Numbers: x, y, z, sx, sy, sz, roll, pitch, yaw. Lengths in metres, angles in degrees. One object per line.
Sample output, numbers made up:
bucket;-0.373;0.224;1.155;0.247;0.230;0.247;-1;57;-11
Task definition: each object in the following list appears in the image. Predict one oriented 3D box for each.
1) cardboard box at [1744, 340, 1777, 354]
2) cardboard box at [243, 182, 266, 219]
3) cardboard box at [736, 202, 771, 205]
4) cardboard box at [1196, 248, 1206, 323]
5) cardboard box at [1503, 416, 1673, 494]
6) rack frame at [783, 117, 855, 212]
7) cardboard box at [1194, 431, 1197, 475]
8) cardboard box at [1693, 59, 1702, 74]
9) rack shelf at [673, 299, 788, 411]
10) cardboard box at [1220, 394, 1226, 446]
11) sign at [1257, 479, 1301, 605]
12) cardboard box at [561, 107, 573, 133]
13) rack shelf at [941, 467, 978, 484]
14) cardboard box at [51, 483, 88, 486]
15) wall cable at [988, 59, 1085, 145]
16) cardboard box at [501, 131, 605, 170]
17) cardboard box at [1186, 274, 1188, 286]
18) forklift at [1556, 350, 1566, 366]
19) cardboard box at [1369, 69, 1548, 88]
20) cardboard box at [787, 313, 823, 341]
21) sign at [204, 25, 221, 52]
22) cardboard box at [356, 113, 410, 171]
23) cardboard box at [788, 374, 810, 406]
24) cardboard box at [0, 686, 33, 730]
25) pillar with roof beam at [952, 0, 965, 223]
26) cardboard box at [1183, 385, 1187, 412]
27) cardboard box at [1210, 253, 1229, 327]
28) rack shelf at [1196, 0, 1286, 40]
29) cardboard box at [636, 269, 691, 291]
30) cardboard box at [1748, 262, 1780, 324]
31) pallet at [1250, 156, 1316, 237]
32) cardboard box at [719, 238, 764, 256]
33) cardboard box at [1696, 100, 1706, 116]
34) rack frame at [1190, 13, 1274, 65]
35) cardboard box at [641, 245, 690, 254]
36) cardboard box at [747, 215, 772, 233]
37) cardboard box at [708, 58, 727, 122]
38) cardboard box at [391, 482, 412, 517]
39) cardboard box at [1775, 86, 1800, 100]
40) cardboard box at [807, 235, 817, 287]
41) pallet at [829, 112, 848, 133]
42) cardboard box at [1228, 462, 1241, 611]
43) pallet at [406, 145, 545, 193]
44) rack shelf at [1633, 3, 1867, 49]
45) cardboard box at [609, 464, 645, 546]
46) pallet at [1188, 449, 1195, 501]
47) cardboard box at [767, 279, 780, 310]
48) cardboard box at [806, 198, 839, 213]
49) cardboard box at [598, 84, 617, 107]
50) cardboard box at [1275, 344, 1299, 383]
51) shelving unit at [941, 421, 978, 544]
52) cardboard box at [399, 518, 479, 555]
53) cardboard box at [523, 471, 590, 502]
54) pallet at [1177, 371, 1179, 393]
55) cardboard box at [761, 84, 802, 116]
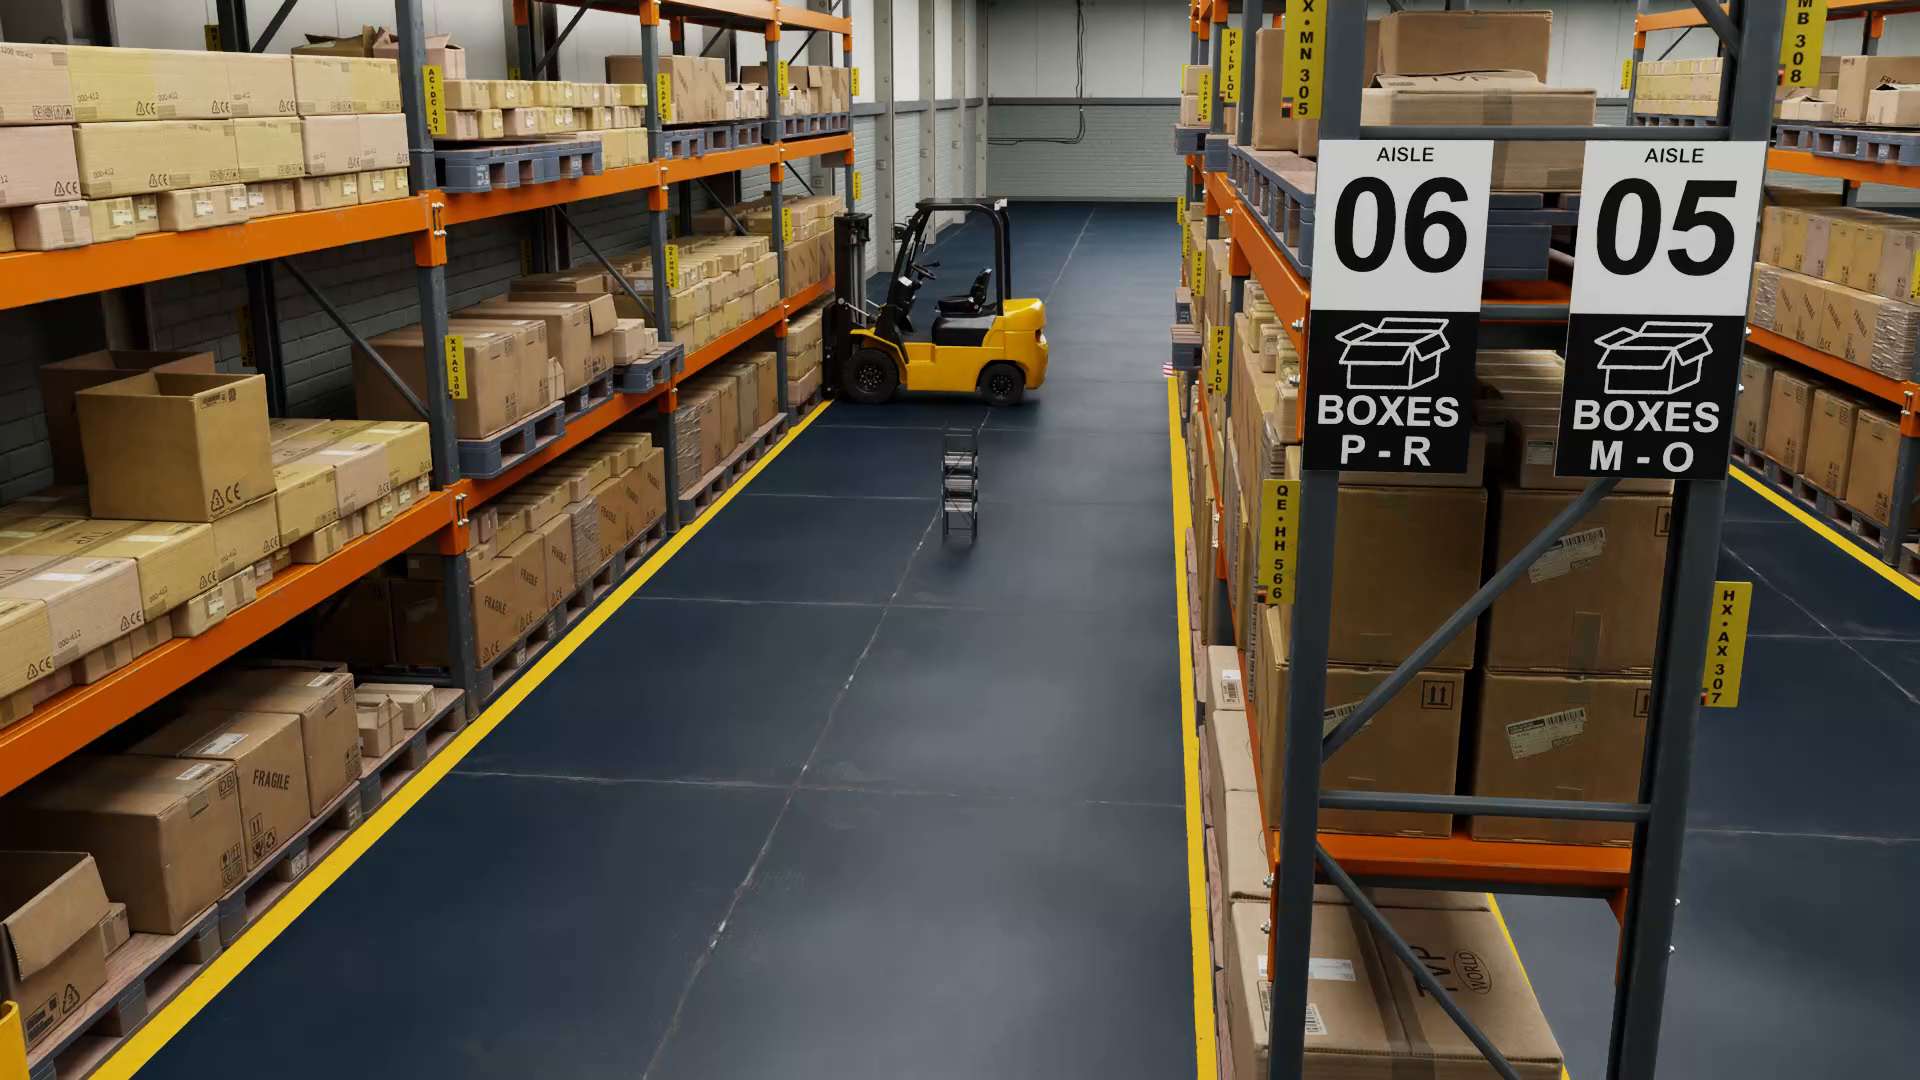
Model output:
cardboard box;7.774;-1.631;16.215;0.875;0.875;0.875;2;15;7
cardboard box;-3.062;-1.378;6.745;0.380;0.149;0.250;2;15;7
cardboard box;-2.281;-3.686;18.543;0.380;0.149;0.250;1;15;5
cardboard box;2.027;-1.896;12.362;0.500;0.500;0.500;1;15;5
cardboard box;1.665;-0.229;4.411;0.380;0.149;0.250;2;15;7
rack frame;-1.777;-3.596;20.213;1.000;3.000;0.127;2;15;6
cardboard box;2.401;-0.648;13.540;0.950;0.372;0.625;1;15;5
cardboard box;7.501;-4.688;16.462;0.380;0.149;0.250;2;15;6
rack shelf;-2.454;-1.692;14.552;1.077;0.370;4.000;2;15;6
cardboard box;1.609;-0.628;8.569;0.500;0.250;0.500;2;15;6
sign;0.812;0.007;4.219;0.100;0.325;0.005;2;15;6
cardboard box;-2.555;-2.526;9.997;0.380;0.149;0.250;2;15;8
rack shelf;-0.001;-0.487;12.522;0.258;0.077;0.200;2;15;6
cardboard box;-3.565;-0.170;7.261;0.500;0.250;0.500;2;15;7
wall cable;2.280;-13.345;50.722;3.097;2.526;0.112;2;15;6
cardboard box;-2.609;-2.496;10.687;0.500;0.250;0.500;2;15;6
cardboard box;2.600;-2.781;17.681;0.380;0.149;0.250;2;15;7
forklift;4.799;-1.306;11.877;1.130;2.935;3.031;8;17;27
cardboard box;1.568;-1.343;5.312;0.500;0.311;0.500;2;15;7
cardboard box;-1.750;-2.294;17.947;0.500;0.250;0.500;2;15;8
sign;-3.683;-2.386;8.249;0.100;0.325;0.005;2;15;6
cardboard box;-2.937;-1.870;7.802;0.500;0.250;0.500;2;15;6
cardboard box;-1.845;-1.549;17.108;0.500;0.250;0.500;2;15;7
cardboard box;-3.290;0.531;5.433;0.380;0.149;0.250;2;15;8
pillar with roof beam;4.234;-12.435;41.411;9.100;9.000;0.400;2;15;6
cardboard box;2.503;-1.450;16.739;0.500;0.250;0.500;2;15;9
cardboard box;1.834;-1.523;10.441;0.500;0.500;0.500;2;15;8
rack shelf;2.478;-4.250;13.284;1.077;0.370;4.000;2;15;6
cardboard box;-2.323;-2.025;12.971;0.380;0.149;0.250;2;15;7
cardboard box;7.307;-2.213;14.909;0.500;0.500;0.500;2;15;7
pallet;1.558;-1.216;5.835;1.003;0.211;1.213;2;15;6
cardboard box;-2.058;-2.757;15.677;0.380;0.149;0.250;1;15;5
cardboard box;7.471;-4.238;16.328;0.380;0.149;0.250;2;15;7
rack frame;3.155;-6.346;18.893;1.000;3.000;0.127;2;15;6
cardboard box;-2.654;-2.571;14.990;0.380;0.149;0.250;2;15;6
cardboard box;-1.898;-3.137;16.513;0.380;0.149;0.250;2;15;7
cardboard box;-2.241;-3.713;13.712;0.500;0.500;0.500;2;15;8
cardboard box;-2.924;-0.204;8.150;0.380;0.149;0.250;2;15;8
cardboard box;7.434;-4.199;15.418;0.500;0.250;0.500;2;15;6
cardboard box;-1.821;-2.981;17.747;0.500;0.500;0.500;2;15;6
pallet;-1.883;-4.818;19.157;1.003;0.211;1.213;2;15;6
cardboard box;1.365;-0.013;6.772;0.500;0.500;0.500;2;15;7
pallet;-2.988;-2.008;8.954;1.213;0.211;1.003;2;15;6
rack shelf;7.859;-5.168;16.678;1.077;0.370;4.000;2;15;6
cardboard box;-2.581;-0.271;11.903;0.500;0.500;0.500;1;15;5
pallet;2.482;-0.548;14.283;1.003;0.211;1.213;2;15;6
cardboard box;-2.026;-2.347;15.884;0.500;0.250;0.500;2;15;8
cardboard box;-1.608;-3.868;19.216;0.380;0.149;0.250;2;15;8
cardboard box;-2.539;-2.999;11.213;0.380;0.149;0.250;1;15;4
cardboard box;1.281;-0.576;5.697;0.380;0.149;0.250;2;15;8
shelving unit;-0.001;-0.432;12.537;0.258;0.900;0.210;2;15;6
cardboard box;-2.887;-0.023;9.172;0.380;0.149;0.250;1;15;5
cardboard box;-2.662;-0.351;10.956;0.380;0.149;0.250;1;15;4
pallet;3.020;-1.875;19.191;1.003;0.211;1.213;2;15;6
cardboard box;-1.893;-4.423;16.700;0.500;0.311;0.500;2;15;7
